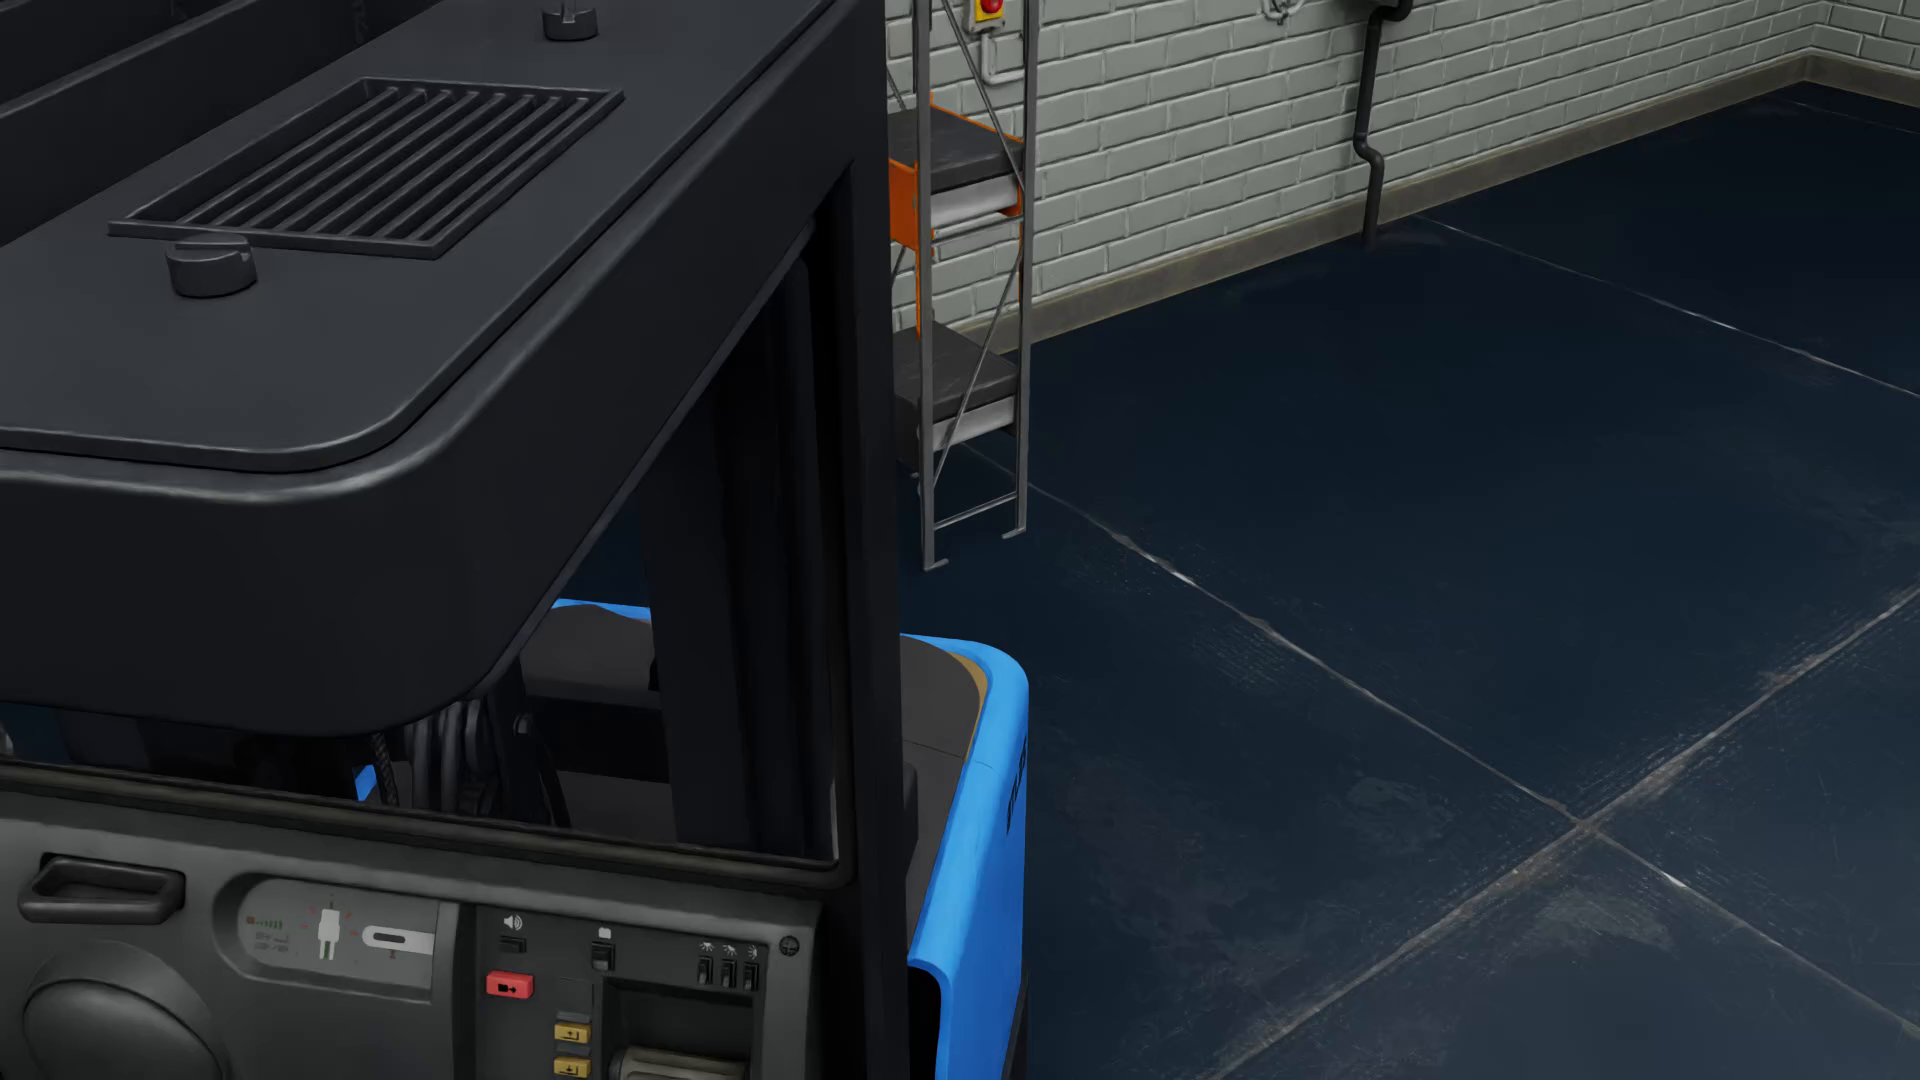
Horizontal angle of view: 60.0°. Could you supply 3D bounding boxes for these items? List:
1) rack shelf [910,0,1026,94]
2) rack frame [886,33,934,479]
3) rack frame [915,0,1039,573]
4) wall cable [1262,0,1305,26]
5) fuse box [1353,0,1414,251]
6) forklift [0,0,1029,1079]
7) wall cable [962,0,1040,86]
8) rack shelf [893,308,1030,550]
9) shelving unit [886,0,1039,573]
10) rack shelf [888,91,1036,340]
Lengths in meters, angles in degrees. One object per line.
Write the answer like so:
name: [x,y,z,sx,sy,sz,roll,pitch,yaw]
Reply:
rack shelf: [-0.101,-1.544,4.445,0.431,0.518,0.480,-22,38,-31]
rack frame: [-0.251,-1.063,4.971,0.400,2.100,0.015,-22,38,-31]
rack frame: [0.048,-0.859,4.643,0.400,2.100,0.015,-22,38,-31]
wall cable: [1.191,-2.828,5.998,0.588,1.984,0.122,-22,38,-31]
fuse box: [1.826,-2.004,6.856,0.539,1.711,0.414,-22,38,-31]
forklift: [-0.642,0.568,1.558,1.130,2.935,3.031,6,32,9]
wall cable: [0.077,-2.378,5.243,0.585,1.953,0.123,-22,38,-31]
rack shelf: [-0.102,-0.355,5.184,0.431,0.518,0.480,-22,38,-31]
shelving unit: [-0.101,-0.961,4.807,0.431,2.100,0.503,-22,38,-31]
rack shelf: [-0.101,-0.949,4.814,0.431,0.518,0.480,-22,38,-31]
